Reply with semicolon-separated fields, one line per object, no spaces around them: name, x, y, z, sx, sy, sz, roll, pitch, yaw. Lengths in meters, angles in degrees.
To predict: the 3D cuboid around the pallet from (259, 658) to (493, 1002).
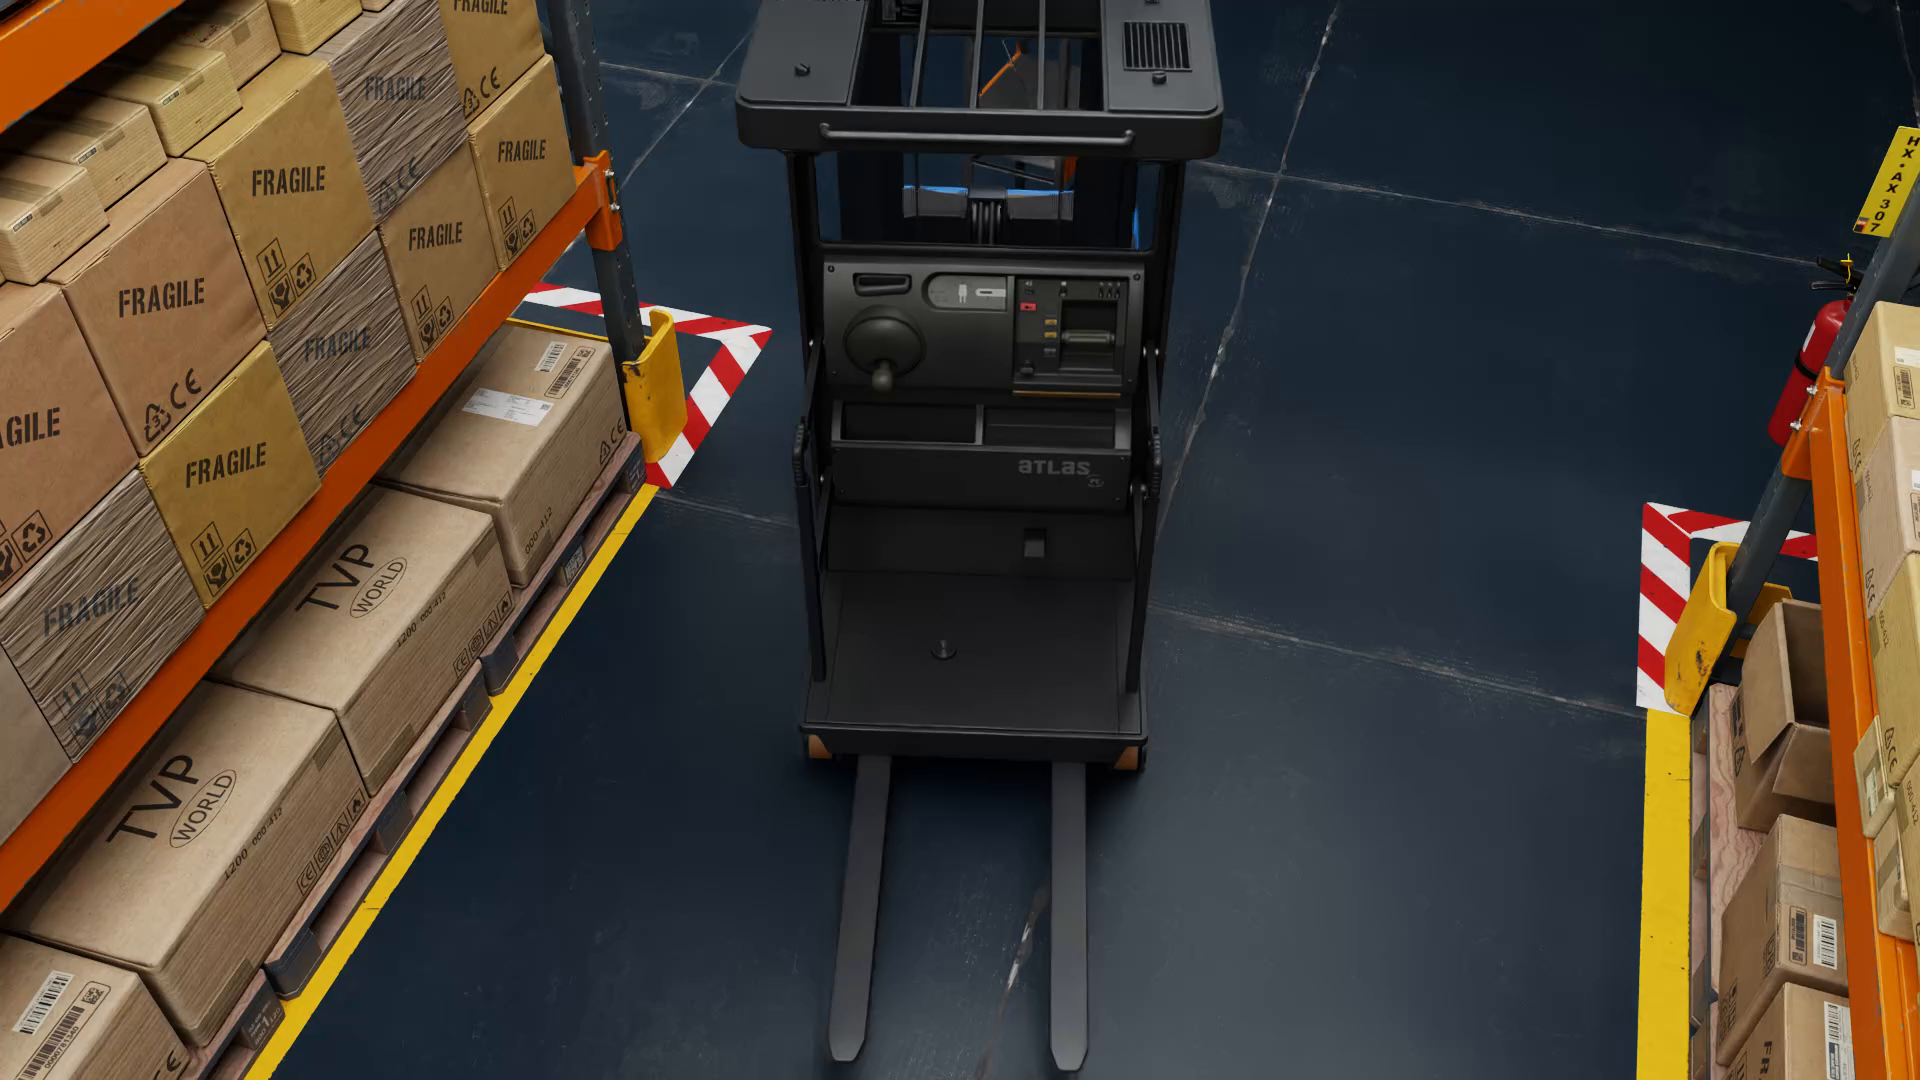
pallet;-2.242;0.774;5.308;1.003;0.211;1.213;13;46;12

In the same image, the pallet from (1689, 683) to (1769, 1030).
pallet;2.765;1.045;5.031;1.003;0.211;1.213;13;46;13

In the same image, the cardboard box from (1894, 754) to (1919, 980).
cardboard box;2.197;0.679;3.306;0.500;0.250;0.500;11;46;11

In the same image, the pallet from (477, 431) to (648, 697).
pallet;-1.871;-0.036;6.136;1.003;0.211;1.213;13;46;13

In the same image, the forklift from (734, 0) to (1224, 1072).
forklift;0.059;-0.528;4.694;1.130;2.935;3.031;2;44;2

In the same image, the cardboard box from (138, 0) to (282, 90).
cardboard box;-1.935;-1.243;4.126;0.380;0.149;0.250;12;46;12

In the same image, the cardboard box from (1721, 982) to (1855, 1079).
cardboard box;2.202;1.490;4.070;0.500;0.500;0.500;13;46;13

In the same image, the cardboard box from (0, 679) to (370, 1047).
cardboard box;-2.351;0.857;4.762;0.875;0.438;0.875;11;45;11

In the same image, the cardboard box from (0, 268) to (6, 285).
cardboard box;-2.232;-0.559;3.426;0.380;0.149;0.250;12;46;12

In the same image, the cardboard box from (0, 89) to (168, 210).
cardboard box;-2.052;-0.893;3.768;0.380;0.149;0.250;14;46;14

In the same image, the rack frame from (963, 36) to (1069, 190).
rack frame;0.196;-1.358;6.135;0.400;2.100;0.015;18;47;18

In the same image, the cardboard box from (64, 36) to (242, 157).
cardboard box;-1.955;-1.064;3.942;0.380;0.149;0.250;14;46;13

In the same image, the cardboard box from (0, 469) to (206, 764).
cardboard box;-2.210;0.126;3.905;0.500;0.500;0.500;13;46;13

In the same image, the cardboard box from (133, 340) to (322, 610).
cardboard box;-2.054;-0.218;4.256;0.500;0.500;0.500;14;46;14

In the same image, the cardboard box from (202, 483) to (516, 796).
cardboard box;-2.077;0.256;5.375;0.875;0.438;0.875;14;46;14

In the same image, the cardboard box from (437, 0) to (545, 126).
cardboard box;-1.622;-1.604;4.958;0.500;0.500;0.500;14;46;14

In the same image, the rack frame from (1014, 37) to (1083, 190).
rack frame;0.405;-1.666;6.450;0.400;2.100;0.015;18;47;18

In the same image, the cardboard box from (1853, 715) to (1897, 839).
cardboard box;2.230;0.565;3.707;0.380;0.149;0.250;11;46;11

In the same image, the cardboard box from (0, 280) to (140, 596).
cardboard box;-2.215;-0.250;3.574;0.500;0.500;0.500;13;46;13

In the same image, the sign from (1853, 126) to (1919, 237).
sign;2.512;-0.958;4.465;0.100;0.325;0.005;13;46;13

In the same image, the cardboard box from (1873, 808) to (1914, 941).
cardboard box;2.170;0.745;3.524;0.380;0.149;0.250;14;46;13

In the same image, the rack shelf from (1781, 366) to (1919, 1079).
rack shelf;2.423;1.056;3.540;1.077;0.370;4.000;13;46;13

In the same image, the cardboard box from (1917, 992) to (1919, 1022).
cardboard box;2.040;1.022;2.956;0.500;0.250;0.500;12;46;12

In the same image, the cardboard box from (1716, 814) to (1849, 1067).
cardboard box;2.457;1.159;4.408;0.700;0.500;0.500;14;46;14

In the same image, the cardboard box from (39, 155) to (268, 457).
cardboard box;-2.059;-0.586;3.917;0.500;0.500;0.500;12;46;12

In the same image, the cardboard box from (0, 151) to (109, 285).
cardboard box;-2.092;-0.708;3.579;0.380;0.149;0.250;13;46;13

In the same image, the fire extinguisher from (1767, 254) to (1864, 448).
fire extinguisher;2.633;-0.569;5.008;0.296;0.674;0.183;13;46;13

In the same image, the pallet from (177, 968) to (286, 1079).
pallet;-2.610;1.590;4.474;1.003;0.211;1.213;13;46;13

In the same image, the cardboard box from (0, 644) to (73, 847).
cardboard box;-2.366;0.456;3.568;0.500;0.500;0.500;13;46;13

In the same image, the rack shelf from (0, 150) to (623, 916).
rack shelf;-2.309;0.008;4.612;1.077;0.370;4.000;13;46;13

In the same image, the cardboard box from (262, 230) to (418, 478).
cardboard box;-1.910;-0.564;4.611;0.500;0.500;0.500;14;46;14

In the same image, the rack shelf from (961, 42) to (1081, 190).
rack shelf;0.300;-1.502;6.302;0.431;0.518;0.480;18;47;18

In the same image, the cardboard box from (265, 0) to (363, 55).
cardboard box;-1.788;-1.403;4.288;0.380;0.149;0.250;14;46;13

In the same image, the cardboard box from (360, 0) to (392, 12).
cardboard box;-1.673;-1.562;4.451;0.380;0.149;0.250;12;46;12

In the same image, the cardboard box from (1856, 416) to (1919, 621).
cardboard box;2.482;-0.005;4.005;0.500;0.250;0.500;13;46;13

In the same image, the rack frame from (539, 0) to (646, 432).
rack frame;-1.703;-1.583;5.723;1.000;3.000;0.127;13;46;13

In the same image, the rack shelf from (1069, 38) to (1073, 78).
rack shelf;0.299;-2.003;5.813;0.431;0.518;0.480;18;47;18

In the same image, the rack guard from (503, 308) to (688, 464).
rack guard;-1.696;-0.705;6.613;1.175;0.500;0.348;13;46;13

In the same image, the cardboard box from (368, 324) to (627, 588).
cardboard box;-1.808;-0.356;6.001;0.875;0.438;0.875;11;45;11

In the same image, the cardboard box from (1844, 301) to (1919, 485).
cardboard box;2.635;-0.341;4.348;0.500;0.250;0.500;13;46;13

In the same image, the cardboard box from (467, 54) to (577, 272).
cardboard box;-1.597;-1.241;5.302;0.500;0.500;0.500;13;46;13

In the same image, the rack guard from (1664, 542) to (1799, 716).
rack guard;3.006;0.410;5.473;1.175;0.500;0.348;13;46;13

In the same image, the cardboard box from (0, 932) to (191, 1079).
cardboard box;-2.622;1.453;4.152;0.875;0.438;0.875;12;46;12

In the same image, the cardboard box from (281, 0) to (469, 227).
cardboard box;-1.752;-1.249;4.596;0.500;0.500;0.500;13;46;13

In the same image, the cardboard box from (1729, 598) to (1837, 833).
cardboard box;2.753;0.596;4.981;0.797;0.503;0.637;11;45;11

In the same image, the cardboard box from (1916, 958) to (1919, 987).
cardboard box;2.157;0.931;3.333;0.380;0.149;0.250;12;46;12

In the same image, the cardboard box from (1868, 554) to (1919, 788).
cardboard box;2.332;0.334;3.659;0.500;0.250;0.500;12;46;12

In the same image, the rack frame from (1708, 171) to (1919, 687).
rack frame;3.029;-0.534;4.651;1.000;3.000;0.127;13;46;13

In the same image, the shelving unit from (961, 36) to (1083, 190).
shelving unit;0.300;-1.512;6.293;0.431;2.100;0.503;18;47;18

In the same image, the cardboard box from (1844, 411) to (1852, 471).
cardboard box;2.668;-0.283;4.574;0.380;0.149;0.250;12;46;12

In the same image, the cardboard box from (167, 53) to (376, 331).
cardboard box;-1.905;-0.920;4.259;0.500;0.500;0.500;12;46;12

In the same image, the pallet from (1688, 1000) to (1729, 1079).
pallet;2.394;1.856;4.203;1.003;0.211;1.213;13;46;13

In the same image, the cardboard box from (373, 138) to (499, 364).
cardboard box;-1.763;-0.909;4.963;0.500;0.500;0.500;12;46;12
